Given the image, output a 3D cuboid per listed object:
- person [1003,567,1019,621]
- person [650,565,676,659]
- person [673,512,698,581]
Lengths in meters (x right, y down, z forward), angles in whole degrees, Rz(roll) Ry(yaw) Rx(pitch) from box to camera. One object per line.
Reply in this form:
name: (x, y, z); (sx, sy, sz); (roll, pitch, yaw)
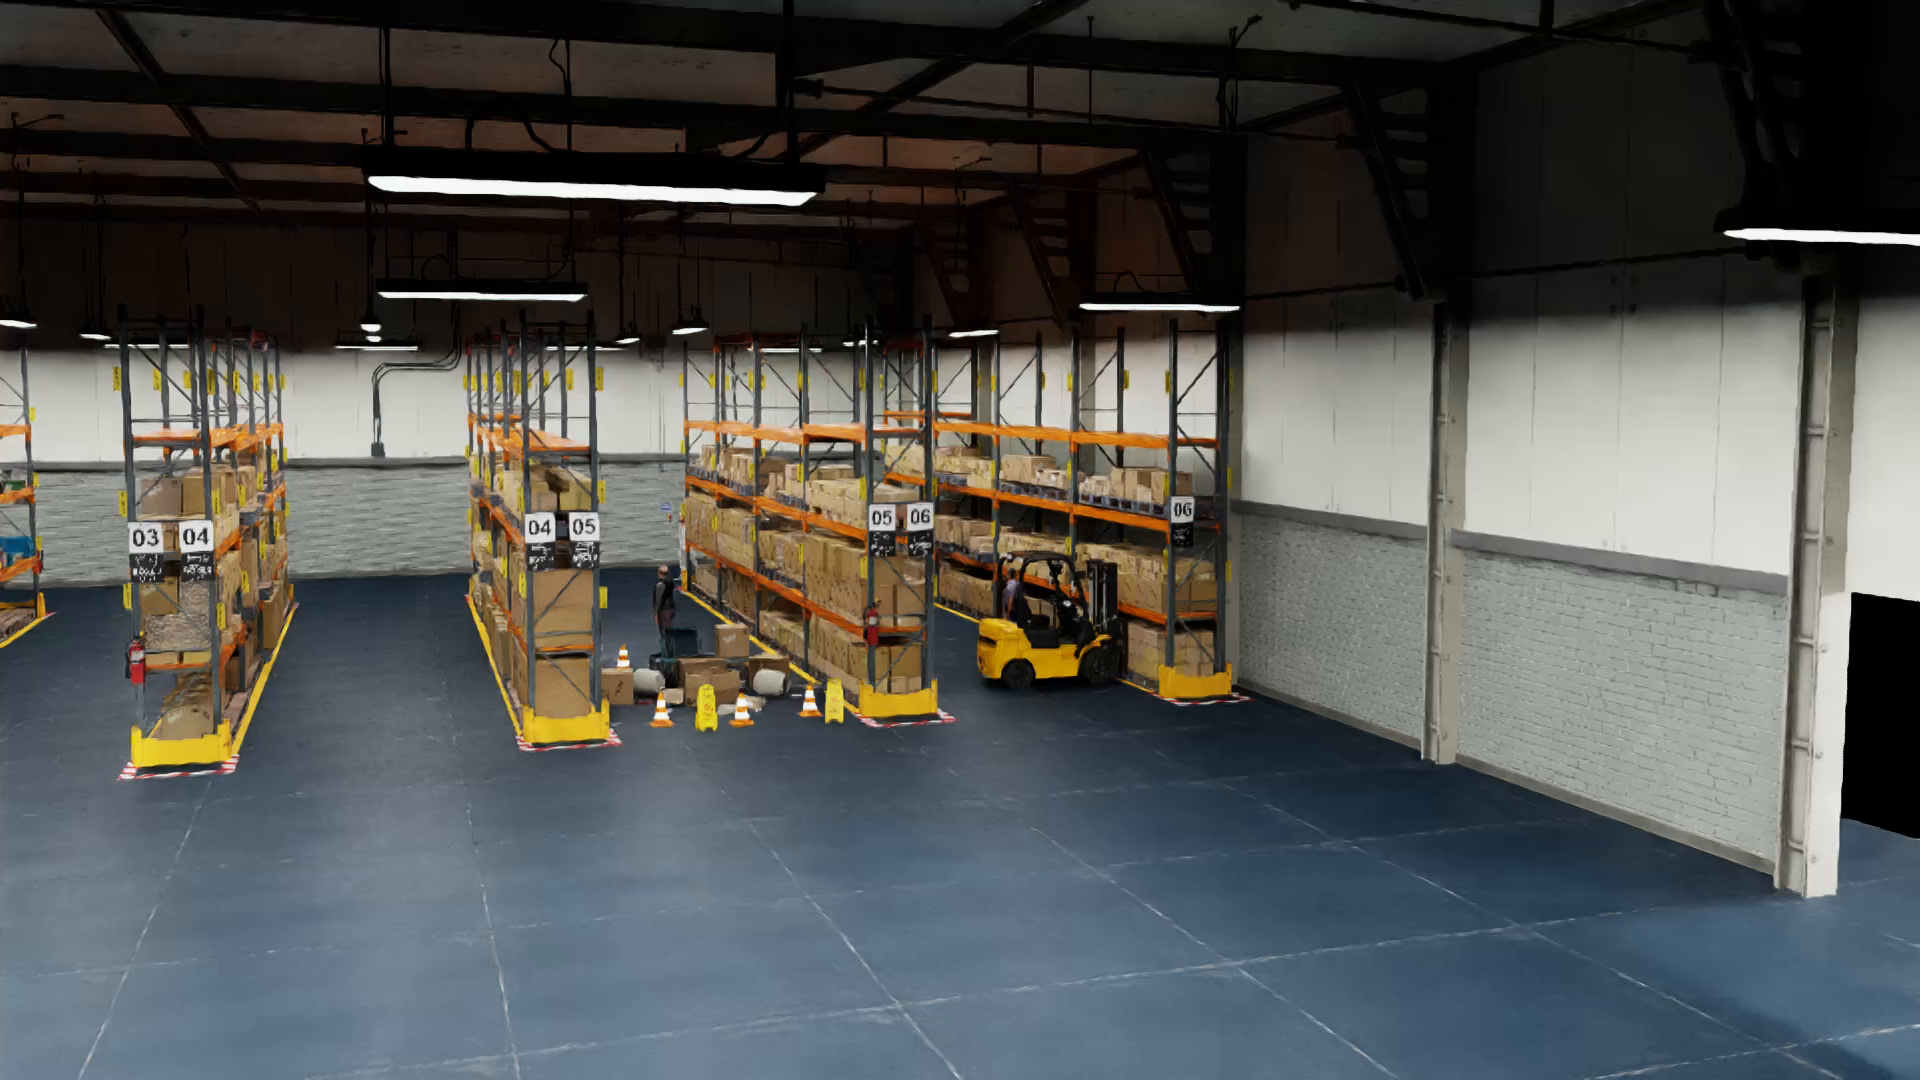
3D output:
person: (0.926, 1.314, 30.166); (0.560, 1.640, 0.612); (1, 5, 7)
person: (-5.350, 1.297, 29.906); (0.569, 1.718, 0.627); (1, 6, 11)
person: (-6.880, 0.148, 41.911); (0.556, 1.785, 0.711); (5, 7, 43)
